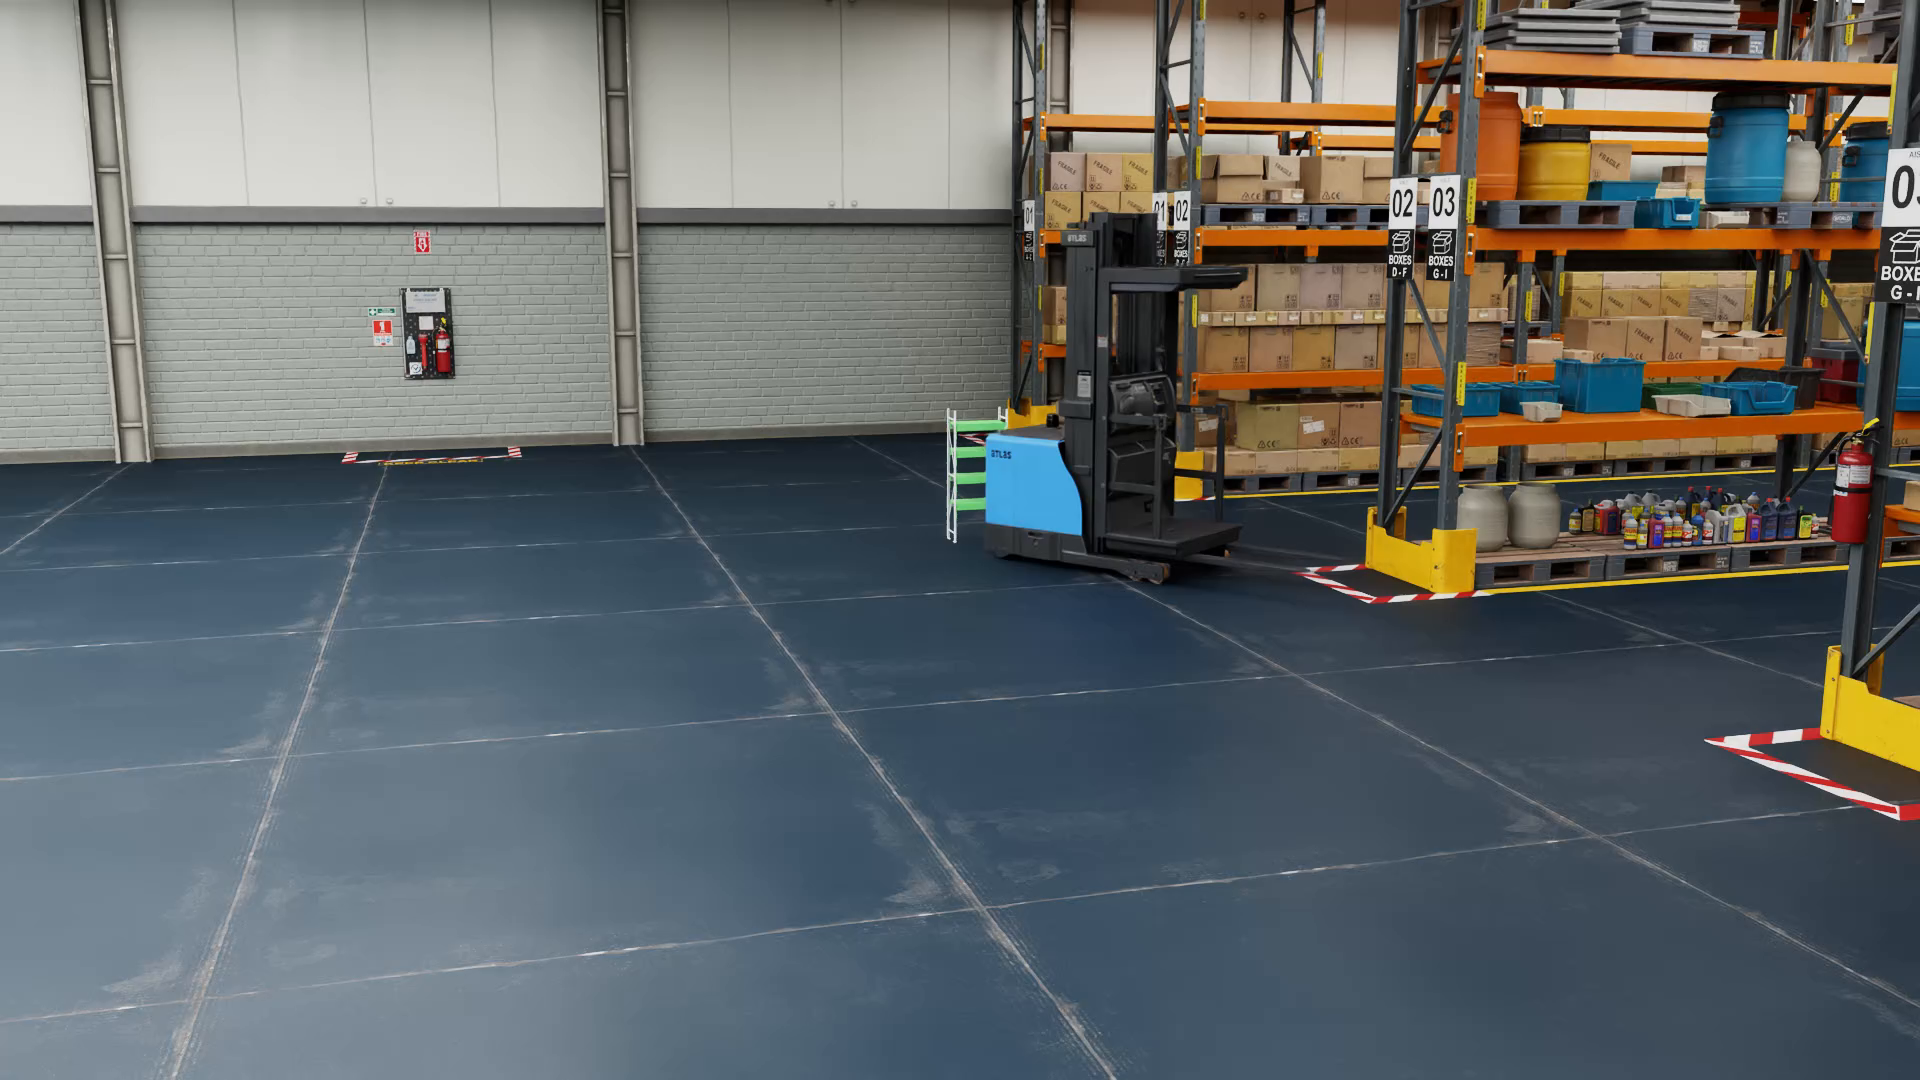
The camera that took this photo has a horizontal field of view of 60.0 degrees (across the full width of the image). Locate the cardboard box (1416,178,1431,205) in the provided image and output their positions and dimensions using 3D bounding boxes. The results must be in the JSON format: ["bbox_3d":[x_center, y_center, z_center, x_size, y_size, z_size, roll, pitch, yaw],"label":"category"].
[{"bbox_3d":[5.056,-3.915,18.648,0.500,0.311,0.500,-4,11,-19],"label":"cardboard box"}]

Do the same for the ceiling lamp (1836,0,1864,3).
[{"bbox_3d":[12.337,-7.270,22.448,1.941,0.041,0.237,-3,11,-16],"label":"ceiling lamp"}]

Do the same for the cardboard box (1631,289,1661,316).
[{"bbox_3d":[10.104,-3.514,24.901,0.500,0.500,0.500,-3,11,-16],"label":"cardboard box"}]

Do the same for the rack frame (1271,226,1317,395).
[{"bbox_3d":[4.743,-3.077,23.677,0.127,3.000,1.000,-3,11,-16],"label":"rack frame"}]

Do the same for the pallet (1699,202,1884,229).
[{"bbox_3d":[6.847,-2.683,13.777,1.003,0.211,1.213,-3,11,-16],"label":"pallet"}]

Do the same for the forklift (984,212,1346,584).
[{"bbox_3d":[1.677,-1.196,13.653,3.031,2.935,1.130,8,13,37],"label":"forklift"}]

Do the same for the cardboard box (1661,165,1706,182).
[{"bbox_3d":[11.017,-5.539,25.203,0.500,0.250,0.500,-3,11,-18],"label":"cardboard box"}]

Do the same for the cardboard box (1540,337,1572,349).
[{"bbox_3d":[6.924,-2.226,19.427,0.258,0.266,0.396,-3,11,-17],"label":"cardboard box"}]

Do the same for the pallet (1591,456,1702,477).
[{"bbox_3d":[8.001,-0.951,19.831,1.213,0.211,1.003,-3,11,-16],"label":"pallet"}]

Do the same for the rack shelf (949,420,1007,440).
[{"bbox_3d":[0.159,-1.008,15.112,0.480,0.148,0.258,-3,11,-16],"label":"rack shelf"}]

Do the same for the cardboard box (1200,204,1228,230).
[{"bbox_3d":[3.317,-4.484,22.707,0.500,0.500,0.500,-3,11,-18],"label":"cardboard box"}]

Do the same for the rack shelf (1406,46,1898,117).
[{"bbox_3d":[5.592,-3.653,13.330,4.000,0.370,1.077,-3,11,-16],"label":"rack shelf"}]

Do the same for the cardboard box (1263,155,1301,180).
[{"bbox_3d":[4.338,-5.030,22.910,0.500,0.500,0.500,-4,11,-21],"label":"cardboard box"}]

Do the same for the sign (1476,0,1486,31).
[{"bbox_3d":[3.821,-3.904,12.177,0.005,0.325,0.100,-3,11,-16],"label":"sign"}]

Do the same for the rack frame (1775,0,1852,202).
[{"bbox_3d":[9.972,-5.368,19.556,0.127,3.000,1.000,-3,11,-16],"label":"rack frame"}]

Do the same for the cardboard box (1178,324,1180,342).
[{"bbox_3d":[2.931,-2.858,22.851,0.500,0.250,0.500,-3,11,-15],"label":"cardboard box"}]

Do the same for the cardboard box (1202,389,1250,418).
[{"bbox_3d":[3.758,-2.004,23.540,0.500,0.500,0.500,-4,11,-20],"label":"cardboard box"}]

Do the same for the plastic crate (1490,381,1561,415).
[{"bbox_3d":[4.694,-1.188,13.829,0.408,0.251,0.499,-3,11,-16],"label":"plastic crate"}]

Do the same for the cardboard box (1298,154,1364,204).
[{"bbox_3d":[3.962,-3.849,17.767,0.500,0.500,0.500,-3,11,-16],"label":"cardboard box"}]

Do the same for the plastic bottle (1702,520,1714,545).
[{"bbox_3d":[6.217,-0.067,13.845,0.097,0.201,0.097,0,10,0],"label":"plastic bottle"}]

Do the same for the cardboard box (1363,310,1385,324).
[{"bbox_3d":[4.456,-2.455,18.232,0.250,0.149,0.380,-3,11,-14],"label":"cardboard box"}]

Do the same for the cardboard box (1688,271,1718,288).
[{"bbox_3d":[11.064,-3.937,25.128,0.500,0.250,0.500,-3,11,-15],"label":"cardboard box"}]

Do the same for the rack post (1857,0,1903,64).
[{"bbox_3d":[9.379,-4.518,14.383,3.121,1.000,1.013,-3,11,-16],"label":"rack post"}]

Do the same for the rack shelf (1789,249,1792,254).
[{"bbox_3d":[14.345,-4.704,26.219,4.000,0.370,1.077,-3,11,-16],"label":"rack shelf"}]

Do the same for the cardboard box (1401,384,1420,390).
[{"bbox_3d":[6.428,-2.157,24.373,0.500,0.500,0.700,-3,11,-15],"label":"cardboard box"}]

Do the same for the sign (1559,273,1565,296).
[{"bbox_3d":[8.744,-3.716,24.169,0.005,0.325,0.100,-3,11,-16],"label":"sign"}]

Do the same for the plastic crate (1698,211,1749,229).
[{"bbox_3d":[6.084,-2.548,13.251,0.396,0.136,0.243,-3,11,-16],"label":"plastic crate"}]

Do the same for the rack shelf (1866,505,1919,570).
[{"bbox_3d":[6.976,-0.038,9.160,4.000,0.370,1.077,-3,11,-16],"label":"rack shelf"}]

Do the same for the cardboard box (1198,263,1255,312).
[{"bbox_3d":[2.793,-2.724,17.905,0.500,0.500,0.700,-3,11,-16],"label":"cardboard box"}]

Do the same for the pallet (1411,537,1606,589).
[{"bbox_3d":[4.513,0.167,13.758,1.213,0.211,1.003,-3,11,-16],"label":"pallet"}]

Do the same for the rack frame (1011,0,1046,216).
[{"bbox_3d":[0.902,-5.825,22.034,0.127,3.000,1.000,-3,11,-16],"label":"rack frame"}]

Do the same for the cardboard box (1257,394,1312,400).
[{"bbox_3d":[3.678,-1.368,18.761,0.500,0.500,0.500,-3,11,-16],"label":"cardboard box"}]

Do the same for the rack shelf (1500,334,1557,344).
[{"bbox_3d":[6.663,-2.824,24.291,4.000,0.370,1.077,-3,11,-16],"label":"rack shelf"}]

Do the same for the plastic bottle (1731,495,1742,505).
[{"bbox_3d":[6.811,-0.255,14.639,0.133,0.283,0.061,-3,11,-16],"label":"plastic bottle"}]

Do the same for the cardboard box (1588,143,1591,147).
[{"bbox_3d":[6.734,-4.217,18.768,0.500,0.500,0.500,-3,11,-15],"label":"cardboard box"}]

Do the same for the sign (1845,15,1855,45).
[{"bbox_3d":[10.130,-5.809,18.934,0.005,0.325,0.100,-3,11,-16],"label":"sign"}]

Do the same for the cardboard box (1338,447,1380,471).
[{"bbox_3d":[4.308,-0.931,18.459,0.500,0.250,0.500,-3,11,-16],"label":"cardboard box"}]

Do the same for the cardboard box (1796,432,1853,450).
[{"bbox_3d":[10.489,-1.378,20.141,0.500,0.500,0.500,-3,11,-14],"label":"cardboard box"}]

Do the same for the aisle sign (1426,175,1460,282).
[{"bbox_3d":[3.684,-2.376,12.690,0.004,0.787,0.394,-3,11,-16],"label":"aisle sign"}]

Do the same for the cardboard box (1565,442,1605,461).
[{"bbox_3d":[7.079,-1.073,19.227,0.500,0.250,0.500,-3,11,-15],"label":"cardboard box"}]

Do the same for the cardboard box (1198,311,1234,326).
[{"bbox_3d":[2.728,-2.364,17.737,0.250,0.149,0.380,-3,11,-16],"label":"cardboard box"}]

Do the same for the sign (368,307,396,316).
[{"bbox_3d":[-7.364,-2.905,21.181,0.331,0.109,0.001,-3,11,-16],"label":"sign"}]

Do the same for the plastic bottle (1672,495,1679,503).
[{"bbox_3d":[6.270,-0.255,14.640,0.133,0.283,0.061,-3,11,-13],"label":"plastic bottle"}]

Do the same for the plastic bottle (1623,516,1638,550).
[{"bbox_3d":[5.499,-0.064,13.633,0.097,0.271,0.097,0,10,0],"label":"plastic bottle"}]

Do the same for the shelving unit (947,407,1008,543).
[{"bbox_3d":[0.159,-0.598,15.187,0.503,1.200,0.258,-3,11,-16],"label":"shelving unit"}]

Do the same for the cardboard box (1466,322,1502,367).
[{"bbox_3d":[5.707,-2.241,18.863,0.500,0.500,0.700,-3,11,-17],"label":"cardboard box"}]

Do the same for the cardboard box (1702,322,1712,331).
[{"bbox_3d":[11.191,-3.255,25.283,0.250,0.149,0.380,-3,11,-16],"label":"cardboard box"}]

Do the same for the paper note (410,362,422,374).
[{"bbox_3d":[-7.001,-2.208,21.390,0.142,0.148,0.016,-3,11,-16],"label":"paper note"}]

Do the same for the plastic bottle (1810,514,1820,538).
[{"bbox_3d":[7.251,-0.122,14.141,0.097,0.201,0.097,0,10,0],"label":"plastic bottle"}]

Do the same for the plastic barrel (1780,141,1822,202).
[{"bbox_3d":[7.044,-3.103,14.069,0.421,0.512,0.421,0,10,0],"label":"plastic barrel"}]

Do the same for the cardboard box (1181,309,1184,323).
[{"bbox_3d":[2.604,-2.434,18.118,0.250,0.149,0.380,-3,11,-17],"label":"cardboard box"}]
